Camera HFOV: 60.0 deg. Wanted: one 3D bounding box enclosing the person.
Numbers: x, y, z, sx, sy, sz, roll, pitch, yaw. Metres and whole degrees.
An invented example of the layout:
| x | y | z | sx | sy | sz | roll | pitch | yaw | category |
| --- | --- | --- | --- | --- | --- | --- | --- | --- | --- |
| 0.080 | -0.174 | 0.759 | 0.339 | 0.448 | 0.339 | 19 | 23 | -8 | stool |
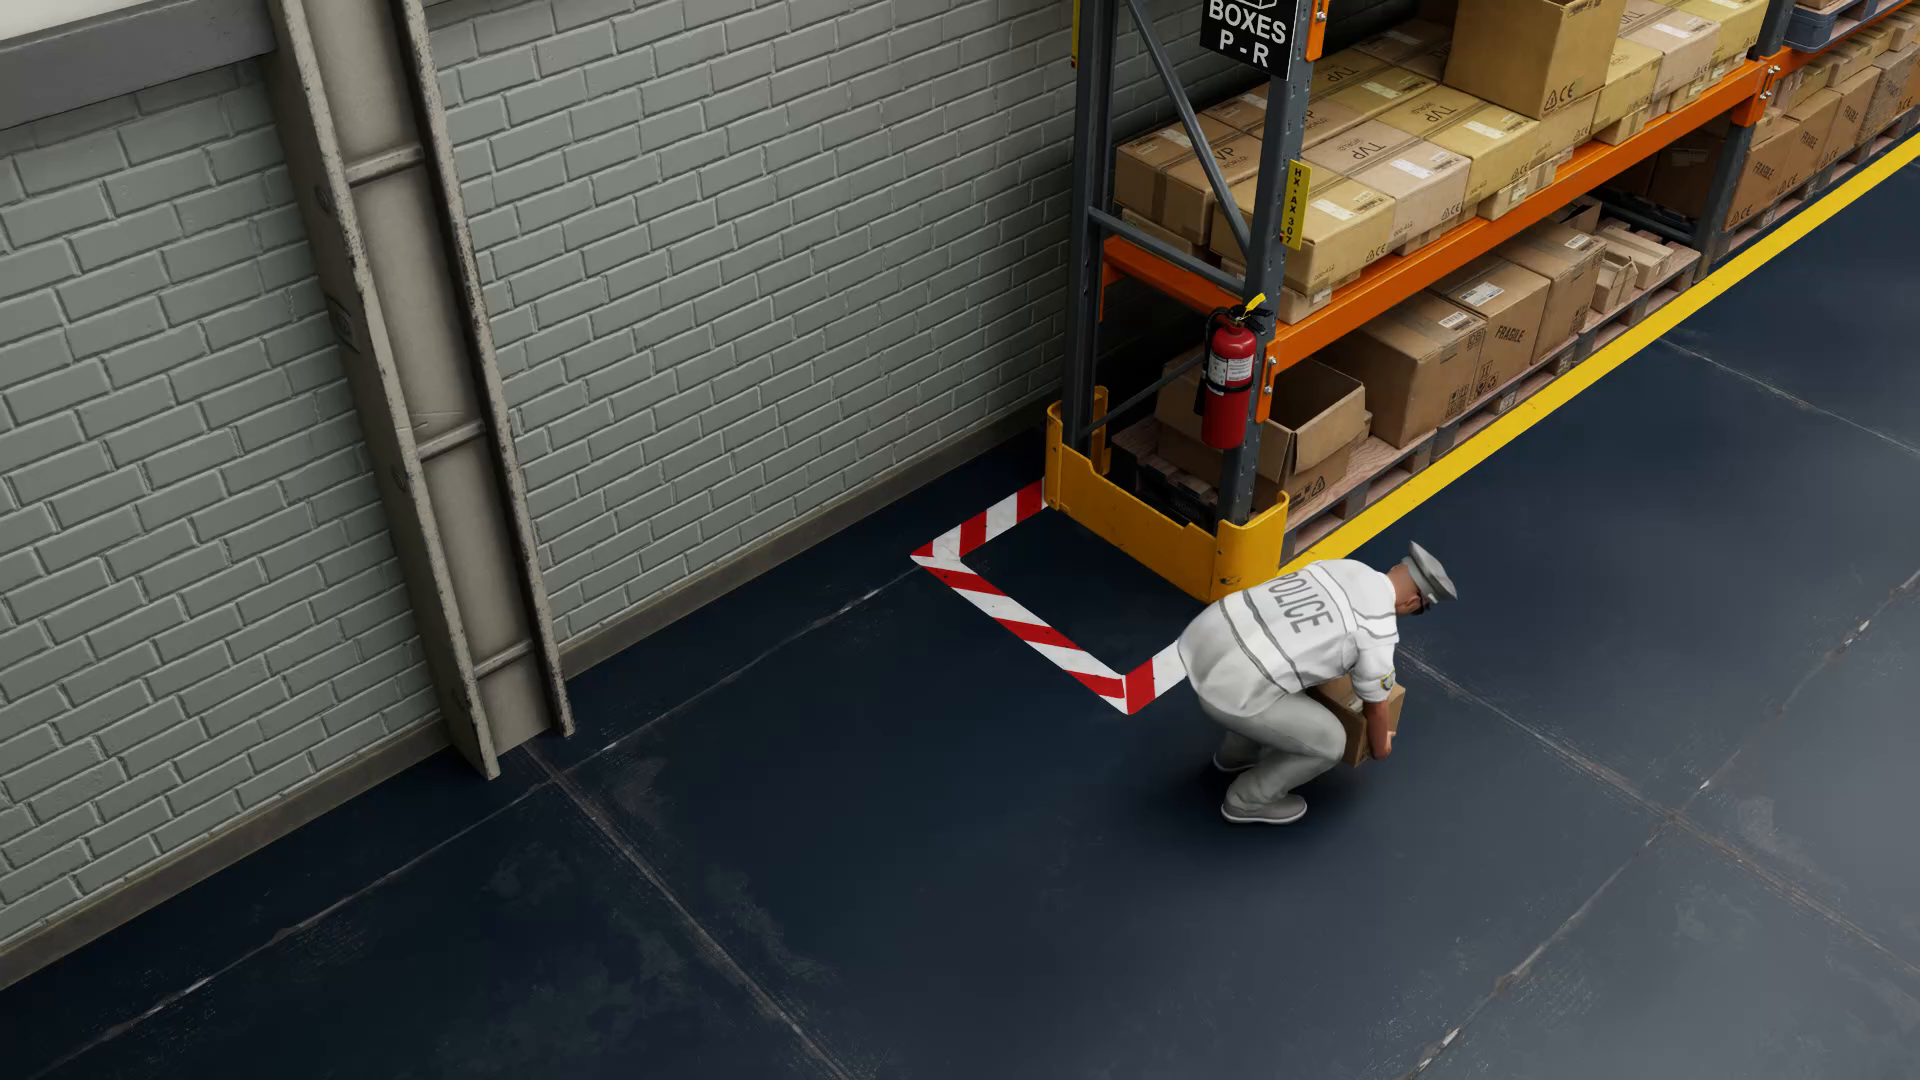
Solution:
| x | y | z | sx | sy | sz | roll | pitch | yaw | category |
| --- | --- | --- | --- | --- | --- | --- | --- | --- | --- |
| 1.289 | 0.522 | 6.085 | 1.012 | 1.035 | 0.545 | -7 | 40 | -9 | person |
